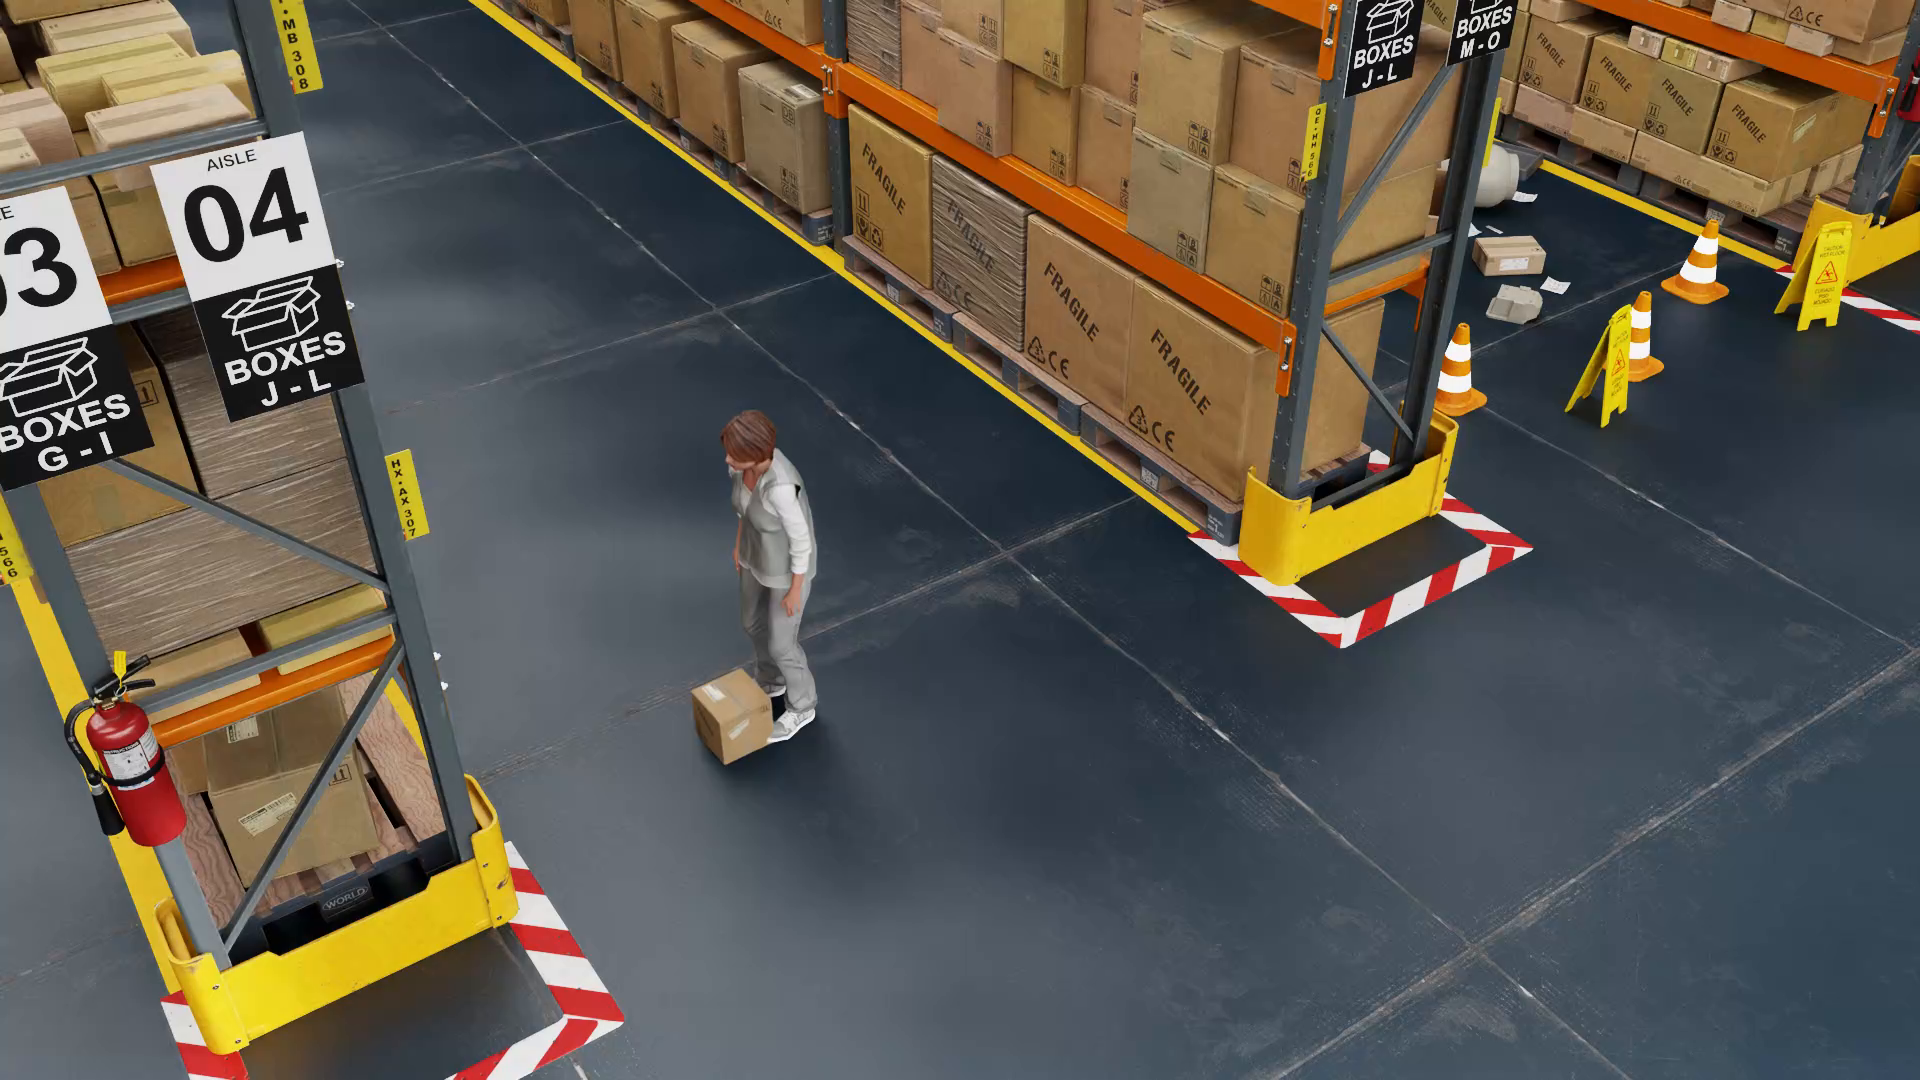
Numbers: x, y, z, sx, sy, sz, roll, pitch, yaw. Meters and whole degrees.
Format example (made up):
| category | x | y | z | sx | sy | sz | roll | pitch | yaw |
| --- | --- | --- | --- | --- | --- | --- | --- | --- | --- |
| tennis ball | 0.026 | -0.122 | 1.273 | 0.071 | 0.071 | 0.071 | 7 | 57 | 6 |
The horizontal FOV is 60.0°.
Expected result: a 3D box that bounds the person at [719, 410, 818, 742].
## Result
| category | x | y | z | sx | sy | sz | roll | pitch | yaw |
| --- | --- | --- | --- | --- | --- | --- | --- | --- | --- |
| person | -0.777 | 0.127 | 6.839 | 0.346 | 1.592 | 0.467 | -25 | 43 | -29 |
